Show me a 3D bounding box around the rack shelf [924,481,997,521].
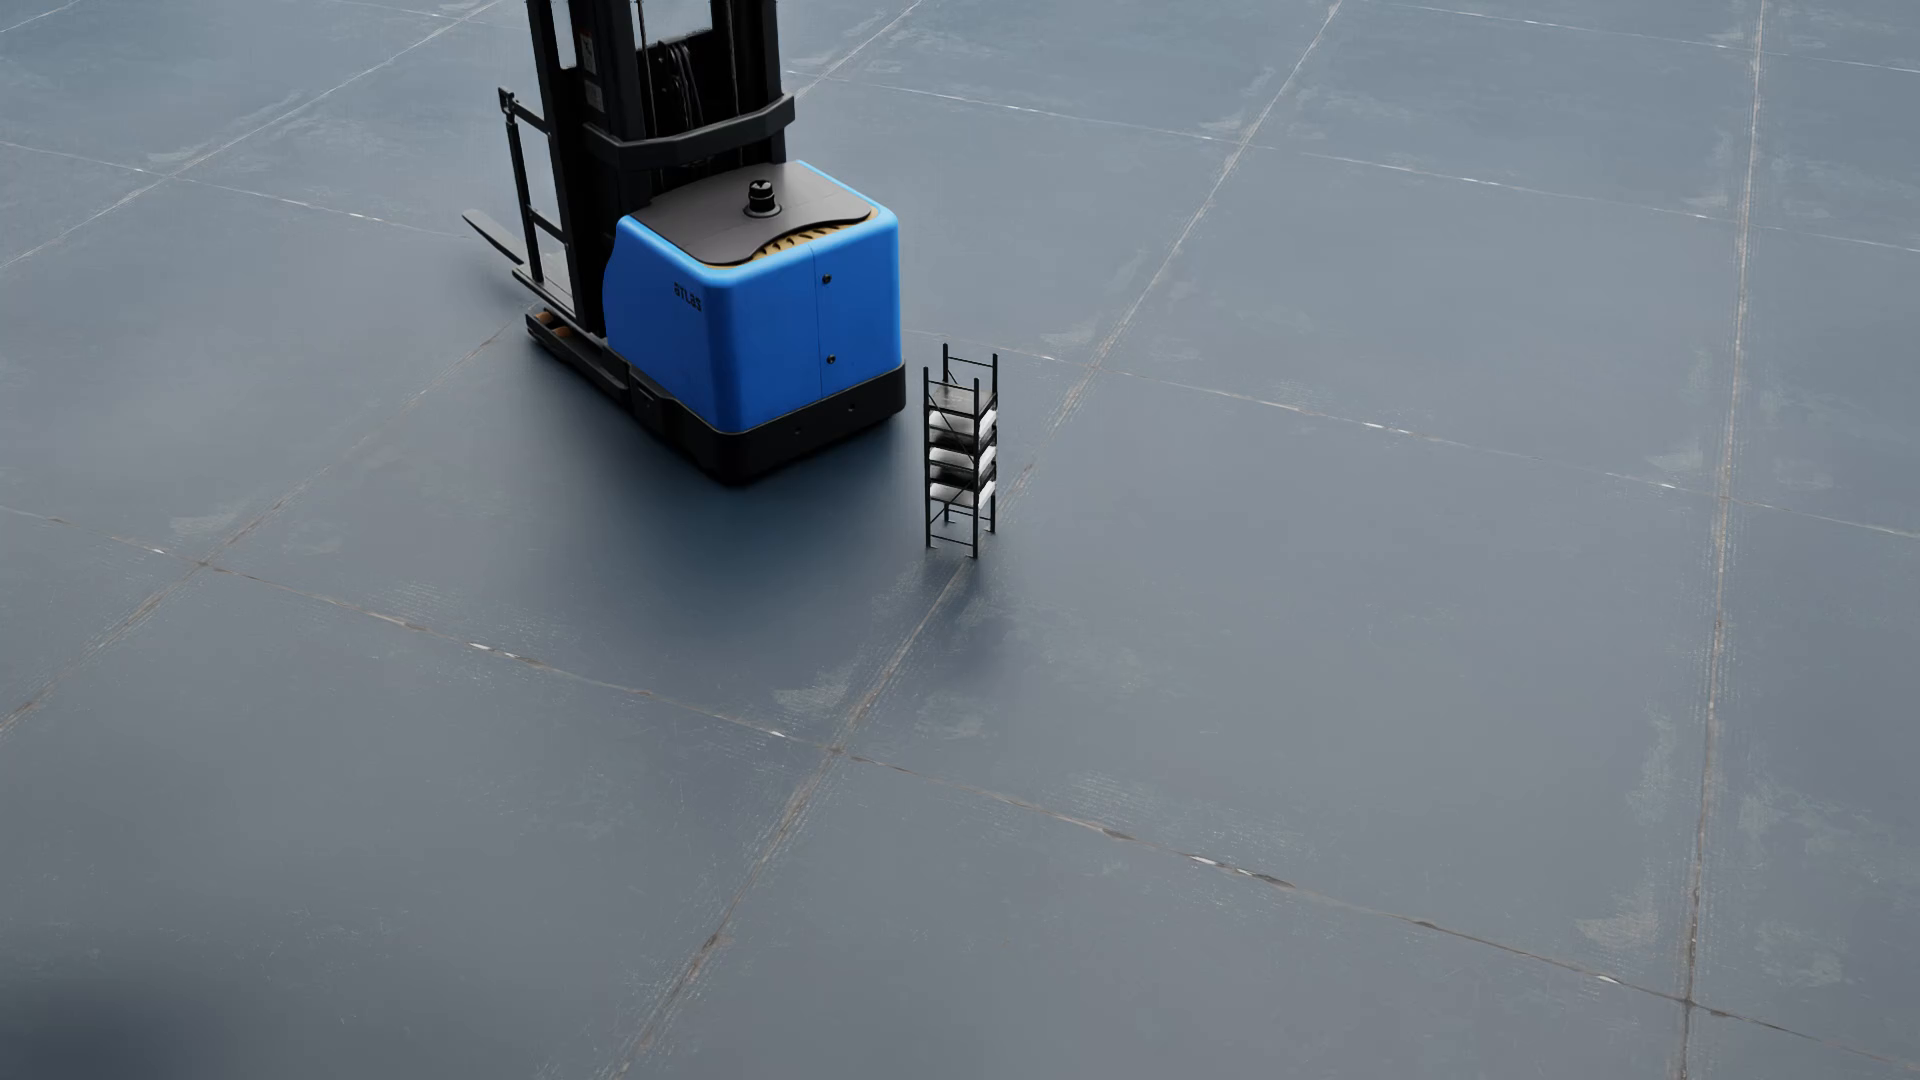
[{"bbox_3d":[0.003,-0.194,7.114,0.258,0.077,0.200,14,39,18],"label":"rack shelf"}]

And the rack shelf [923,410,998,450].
[{"bbox_3d":[0.003,-0.482,6.899,0.258,0.077,0.200,14,39,18],"label":"rack shelf"}]

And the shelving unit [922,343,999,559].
[{"bbox_3d":[0.003,-0.365,6.987,0.258,0.900,0.210,14,39,18],"label":"shelving unit"}]

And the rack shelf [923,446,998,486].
[{"bbox_3d":[0.003,-0.338,7.007,0.258,0.077,0.200,14,39,18],"label":"rack shelf"}]

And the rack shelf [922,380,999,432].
[{"bbox_3d":[0.003,-0.555,6.845,0.258,0.077,0.200,14,39,18],"label":"rack shelf"}]

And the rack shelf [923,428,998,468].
[{"bbox_3d":[0.003,-0.410,6.953,0.258,0.077,0.200,14,39,18],"label":"rack shelf"}]

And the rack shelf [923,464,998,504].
[{"bbox_3d":[0.003,-0.266,7.060,0.258,0.077,0.200,14,39,18],"label":"rack shelf"}]

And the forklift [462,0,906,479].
[{"bbox_3d":[-1.583,-2.265,7.833,1.130,2.935,3.031,-26,44,-31],"label":"forklift"}]

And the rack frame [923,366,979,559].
[{"bbox_3d":[-0.036,-0.309,6.911,0.240,0.900,0.006,14,39,18],"label":"rack frame"}]

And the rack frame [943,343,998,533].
[{"bbox_3d":[0.042,-0.421,7.062,0.240,0.900,0.006,14,39,18],"label":"rack frame"}]
